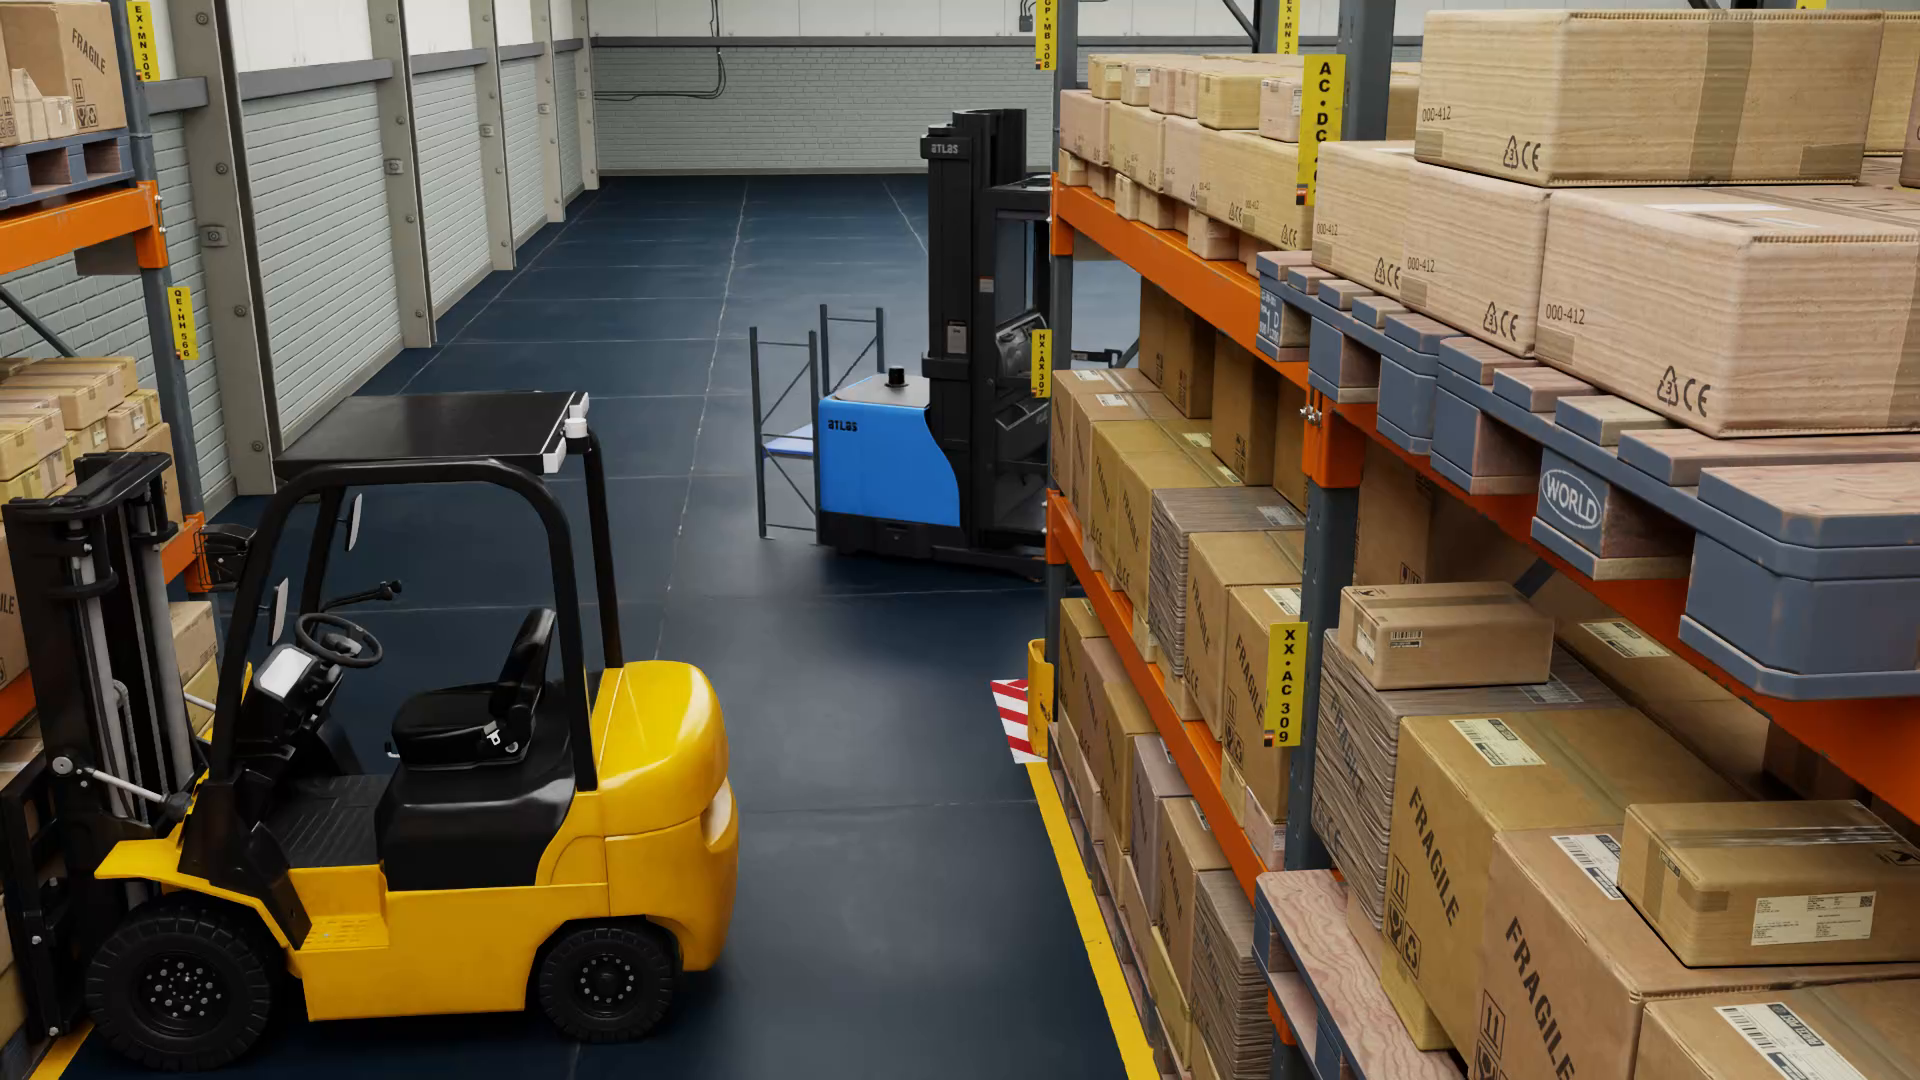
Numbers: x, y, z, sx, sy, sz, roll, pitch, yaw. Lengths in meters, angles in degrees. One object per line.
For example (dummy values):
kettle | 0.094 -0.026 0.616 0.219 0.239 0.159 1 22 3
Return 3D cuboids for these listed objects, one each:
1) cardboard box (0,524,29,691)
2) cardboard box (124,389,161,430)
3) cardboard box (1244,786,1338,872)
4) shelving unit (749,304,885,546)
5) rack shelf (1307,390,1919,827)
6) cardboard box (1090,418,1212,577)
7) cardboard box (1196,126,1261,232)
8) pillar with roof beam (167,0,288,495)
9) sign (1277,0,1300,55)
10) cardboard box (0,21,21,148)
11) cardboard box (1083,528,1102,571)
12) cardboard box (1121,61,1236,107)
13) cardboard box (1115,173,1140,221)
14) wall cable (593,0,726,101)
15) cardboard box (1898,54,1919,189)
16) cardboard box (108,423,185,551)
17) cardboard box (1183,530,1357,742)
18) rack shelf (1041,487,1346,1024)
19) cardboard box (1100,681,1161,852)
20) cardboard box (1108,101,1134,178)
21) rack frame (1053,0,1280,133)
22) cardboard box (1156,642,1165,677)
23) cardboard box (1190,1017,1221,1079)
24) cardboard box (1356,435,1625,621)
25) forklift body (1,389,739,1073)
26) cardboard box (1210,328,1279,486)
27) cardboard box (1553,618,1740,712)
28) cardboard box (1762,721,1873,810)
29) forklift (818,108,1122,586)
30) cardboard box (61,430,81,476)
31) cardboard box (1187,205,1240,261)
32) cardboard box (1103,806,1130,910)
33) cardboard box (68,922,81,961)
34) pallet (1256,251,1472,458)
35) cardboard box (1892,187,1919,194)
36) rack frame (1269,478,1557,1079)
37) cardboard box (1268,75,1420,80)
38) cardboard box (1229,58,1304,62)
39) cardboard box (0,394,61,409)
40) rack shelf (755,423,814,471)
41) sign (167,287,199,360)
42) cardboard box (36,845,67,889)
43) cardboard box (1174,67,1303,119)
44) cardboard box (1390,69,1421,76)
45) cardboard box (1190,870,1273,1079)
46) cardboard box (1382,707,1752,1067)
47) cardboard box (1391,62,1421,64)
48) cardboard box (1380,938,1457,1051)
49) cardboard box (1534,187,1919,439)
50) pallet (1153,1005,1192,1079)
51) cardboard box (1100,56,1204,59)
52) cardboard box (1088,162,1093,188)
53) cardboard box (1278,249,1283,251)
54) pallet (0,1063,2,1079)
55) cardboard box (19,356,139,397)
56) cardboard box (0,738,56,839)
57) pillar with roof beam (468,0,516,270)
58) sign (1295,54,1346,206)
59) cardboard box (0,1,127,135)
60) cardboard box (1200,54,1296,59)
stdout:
cardboard box | -3.535 0.261 5.670 0.500 0.500 0.500 -2 18 -5
cardboard box | -3.693 -0.549 7.168 0.380 0.149 0.250 -2 17 -5
cardboard box | 1.006 0.784 4.591 0.380 0.149 0.250 -2 18 -6
shelving unit | -0.985 -0.846 11.858 0.538 1.500 1.048 7 19 22
rack shelf | 1.548 0.259 2.038 1.077 0.370 4.000 -2 18 -6
cardboard box | 0.813 -0.175 6.563 0.500 0.500 0.500 -2 18 -7
cardboard box | 0.976 -1.024 4.678 0.500 0.250 0.500 -2 18 -7
pillar with roof beam | -1.169 -4.834 12.051 9.100 9.000 0.400 -2 18 -6
sign | 1.483 -2.306 7.528 0.100 0.325 0.005 -2 18 -6
cardboard box | -3.713 -1.581 5.662 0.700 0.500 0.500 -2 18 -5
cardboard box | 0.726 0.020 7.025 0.380 0.149 0.250 -2 17 -5
cardboard box | 0.788 -1.641 5.977 0.380 0.149 0.250 -1 17 -4
cardboard box | 0.778 -1.259 6.090 0.380 0.149 0.250 -2 17 -5
wall cable | -6.915 -11.289 37.795 3.097 2.526 0.112 -2 18 -6
cardboard box | 1.656 -0.576 2.210 0.500 0.250 0.500 -1 17 -5
cardboard box | -3.696 -0.196 7.126 0.500 0.500 0.500 -2 18 -7
cardboard box | 0.989 0.283 5.103 0.500 0.500 0.500 -1 17 -4
rack shelf | 1.136 0.498 6.284 1.077 0.370 4.000 -2 18 -6
cardboard box | 0.842 0.874 6.523 0.500 0.500 0.500 -1 17 -5
cardboard box | 0.836 -1.481 6.132 0.500 0.250 0.500 -1 17 -4
rack frame | 0.929 -3.303 7.175 1.000 3.000 0.127 -2 18 -6
cardboard box | 0.901 0.405 5.800 0.380 0.149 0.250 -2 18 -7
cardboard box | 1.014 1.694 5.161 0.500 0.250 0.500 -1 17 -3
cardboard box | 1.512 -0.054 4.507 0.700 0.500 0.500 -2 18 -6
forklift body | -1.997 0.627 6.089 2.313 2.155 1.214 -2 18 -6
cardboard box | 1.312 -0.509 5.959 0.700 0.500 0.500 -2 18 -6
cardboard box | 1.618 0.491 3.740 0.500 0.500 0.500 -2 18 -7
cardboard box | 1.698 0.387 2.990 0.380 0.149 0.250 -2 18 -7
forklift | 0.605 -1.281 10.864 3.031 2.935 1.130 7 19 21
cardboard box | -3.657 -0.320 6.440 0.380 0.149 0.250 -2 18 -6
cardboard box | 0.914 -0.952 5.114 0.380 0.149 0.250 -1 17 -4
cardboard box | 0.851 1.234 6.628 0.500 0.250 0.500 -1 17 -2
cardboard box | -3.484 1.407 6.077 0.500 0.250 0.500 -1 17 -4
pallet | 1.300 -0.404 3.260 1.213 0.211 1.003 -2 18 -6
cardboard box | 1.645 -0.337 2.283 0.500 0.250 0.500 -2 17 -5
rack frame | 1.342 0.751 4.278 1.000 3.000 0.127 -2 18 -6
cardboard box | 1.051 -1.184 4.521 0.380 0.149 0.250 -1 17 -4
cardboard box | 1.266 -1.810 6.516 0.380 0.149 0.250 -2 18 -5
cardboard box | -3.699 -0.459 6.386 0.380 0.149 0.250 -2 18 -5
rack shelf | -0.983 -0.674 11.911 0.538 0.185 1.000 7 19 22
sign | -3.466 -0.965 7.413 0.100 0.325 0.005 -2 18 -6
cardboard box | -3.483 1.174 5.985 0.500 0.250 0.500 -2 18 -6
cardboard box | 0.891 -1.413 5.251 0.380 0.149 0.250 -2 17 -5
cardboard box | 1.484 -1.352 5.056 0.380 0.149 0.250 -2 18 -7
cardboard box | 1.014 1.337 5.050 0.500 0.500 0.500 -2 18 -6
cardboard box | 1.157 0.659 3.207 0.500 0.500 0.500 -2 18 -5
cardboard box | 1.450 -1.585 5.799 0.380 0.149 0.250 -1 17 -4
cardboard box | 1.102 0.919 3.459 0.380 0.149 0.250 -1 17 -5
cardboard box | 1.131 -0.322 2.237 0.500 0.250 0.500 -2 18 -6
pallet | 1.237 1.882 5.329 1.003 0.211 1.213 -2 18 -6
cardboard box | 0.769 -1.870 6.705 0.380 0.149 0.250 -2 18 -6
cardboard box | 0.757 -1.568 7.075 0.380 0.149 0.250 -2 18 -7
cardboard box | 1.005 -0.645 4.136 0.380 0.149 0.250 -2 18 -5
pallet | -3.635 1.997 4.962 1.003 0.211 1.213 -2 18 -6
cardboard box | -3.761 -0.685 7.106 0.380 0.149 0.250 -2 18 -5
cardboard box | -3.485 0.929 5.931 0.500 0.250 0.500 -2 18 -7
pillar with roof beam | -2.407 -8.409 23.439 9.100 9.000 0.400 -2 18 -6
sign | 0.803 -0.908 3.690 0.100 0.325 0.005 -2 18 -6
cardboard box | -3.719 -1.889 6.644 0.500 0.500 0.500 -1 17 -4
cardboard box | 1.258 -2.041 7.251 0.380 0.149 0.250 -2 18 -5
